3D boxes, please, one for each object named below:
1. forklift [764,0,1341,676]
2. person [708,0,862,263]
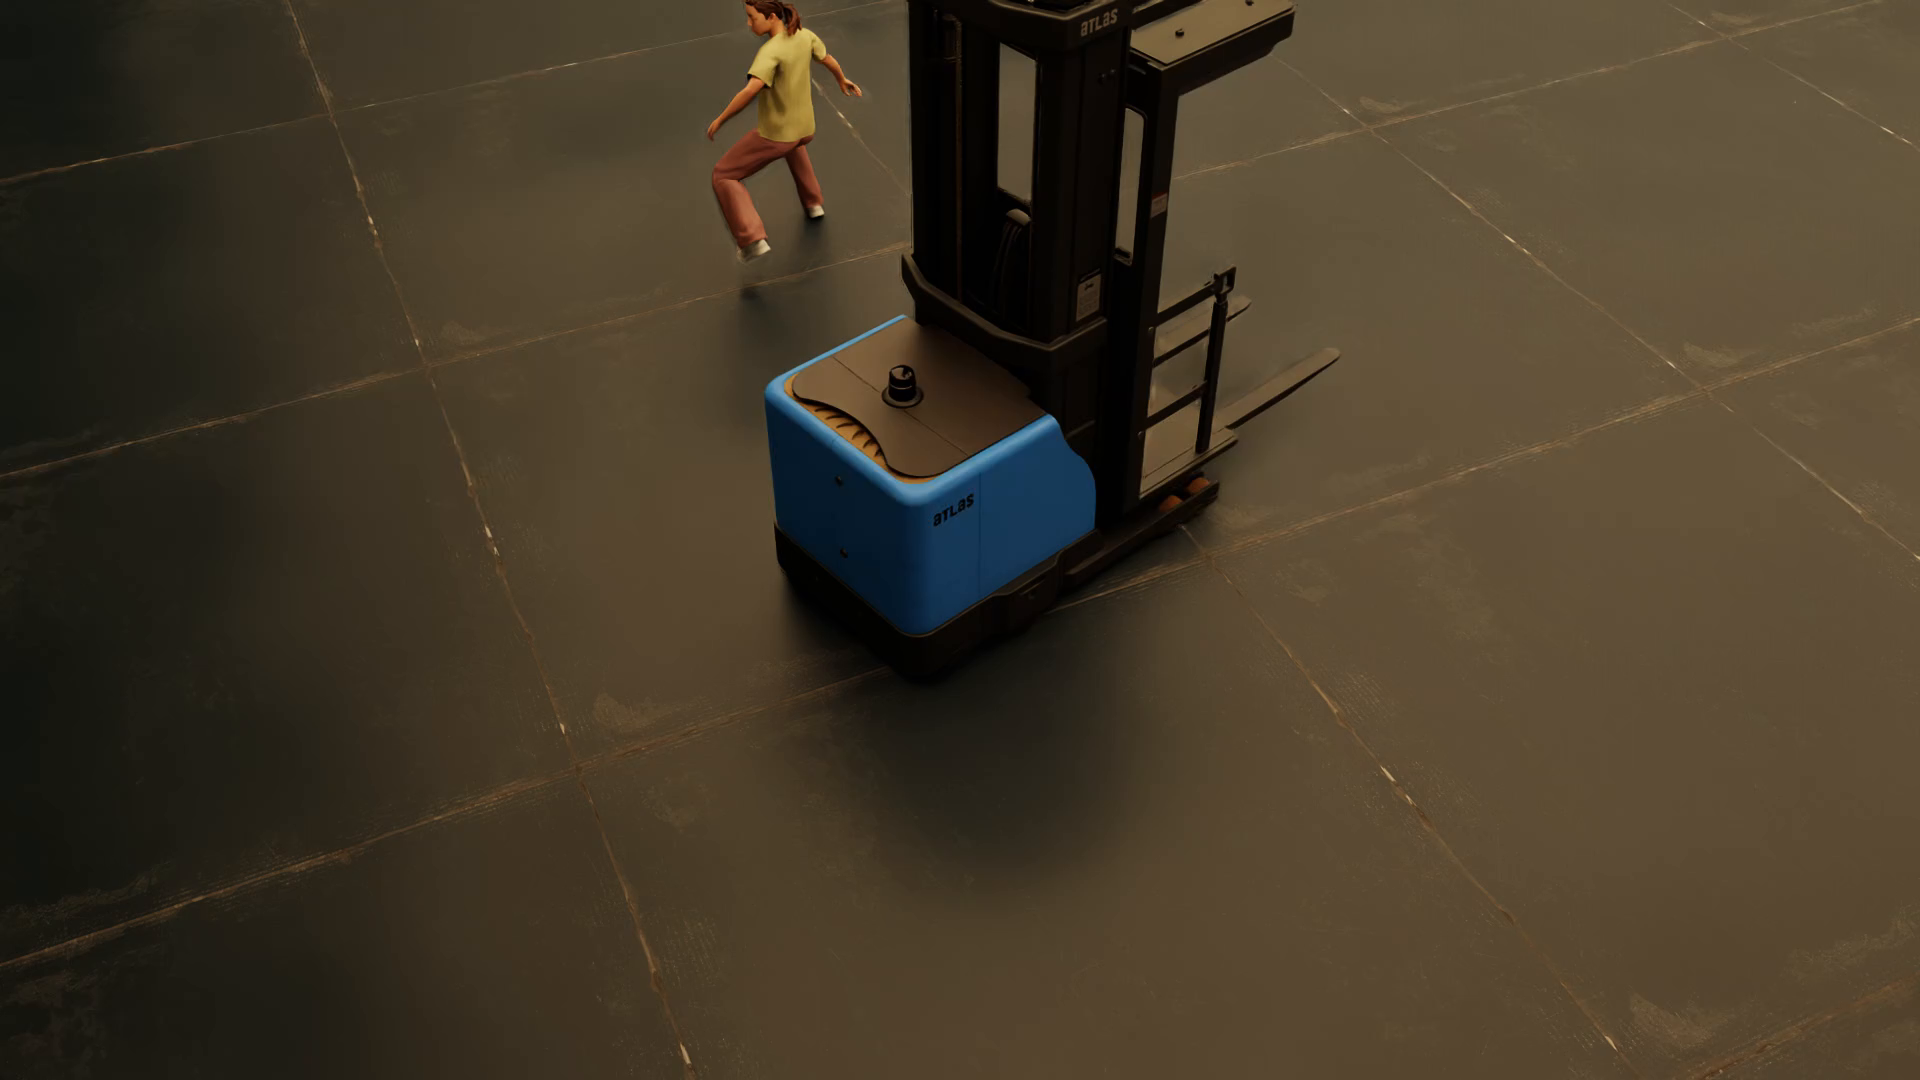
[{"bbox_3d":[0.603,-1.360,7.137,3.031,2.935,1.130,-31,51,-29],"label":"forklift"},{"bbox_3d":[-0.979,-2.326,9.256,0.508,1.561,1.073,27,49,26],"label":"person"}]
